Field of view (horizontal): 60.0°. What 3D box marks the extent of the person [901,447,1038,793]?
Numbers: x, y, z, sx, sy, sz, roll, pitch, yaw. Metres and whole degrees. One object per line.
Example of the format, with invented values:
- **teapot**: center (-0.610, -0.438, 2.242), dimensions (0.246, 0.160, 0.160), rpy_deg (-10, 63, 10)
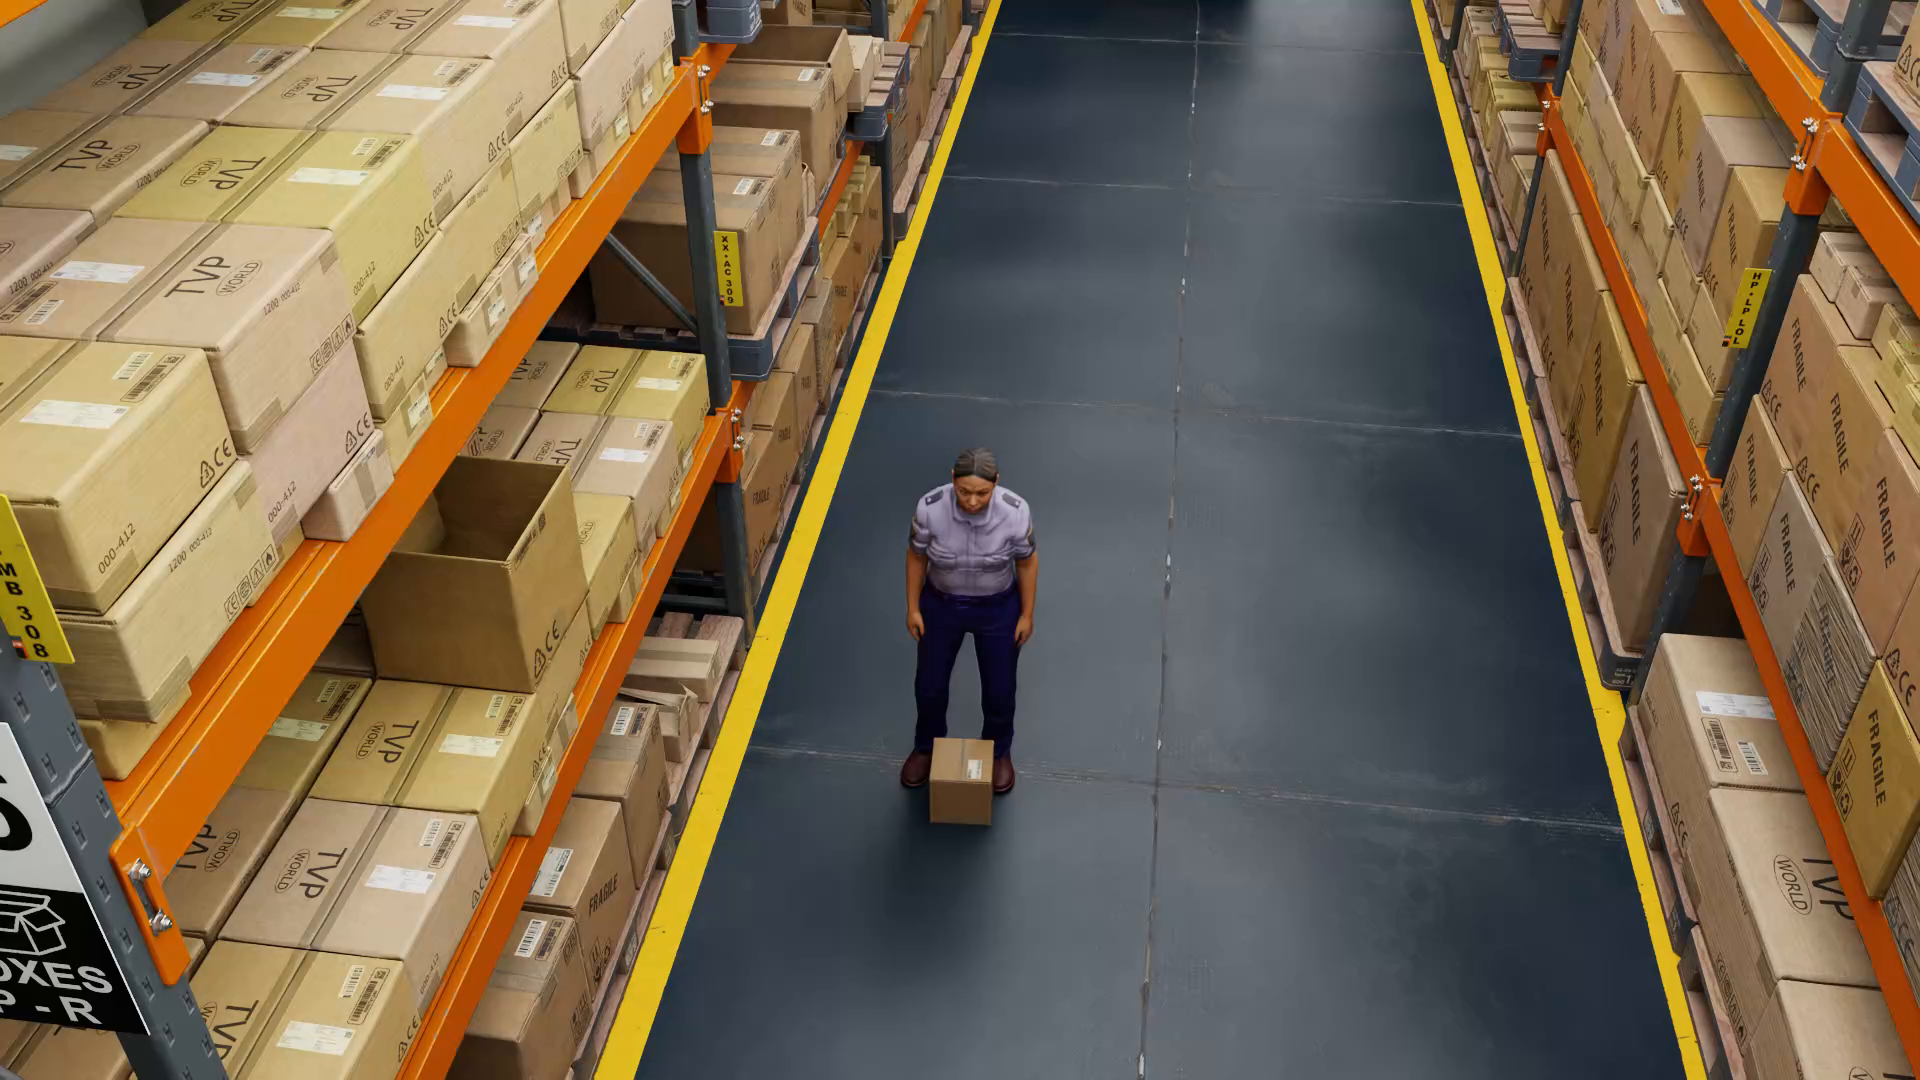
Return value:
- **person**: center (0.031, 0.294, 6.650), dimensions (0.547, 1.646, 0.366), rpy_deg (3, 36, 4)
